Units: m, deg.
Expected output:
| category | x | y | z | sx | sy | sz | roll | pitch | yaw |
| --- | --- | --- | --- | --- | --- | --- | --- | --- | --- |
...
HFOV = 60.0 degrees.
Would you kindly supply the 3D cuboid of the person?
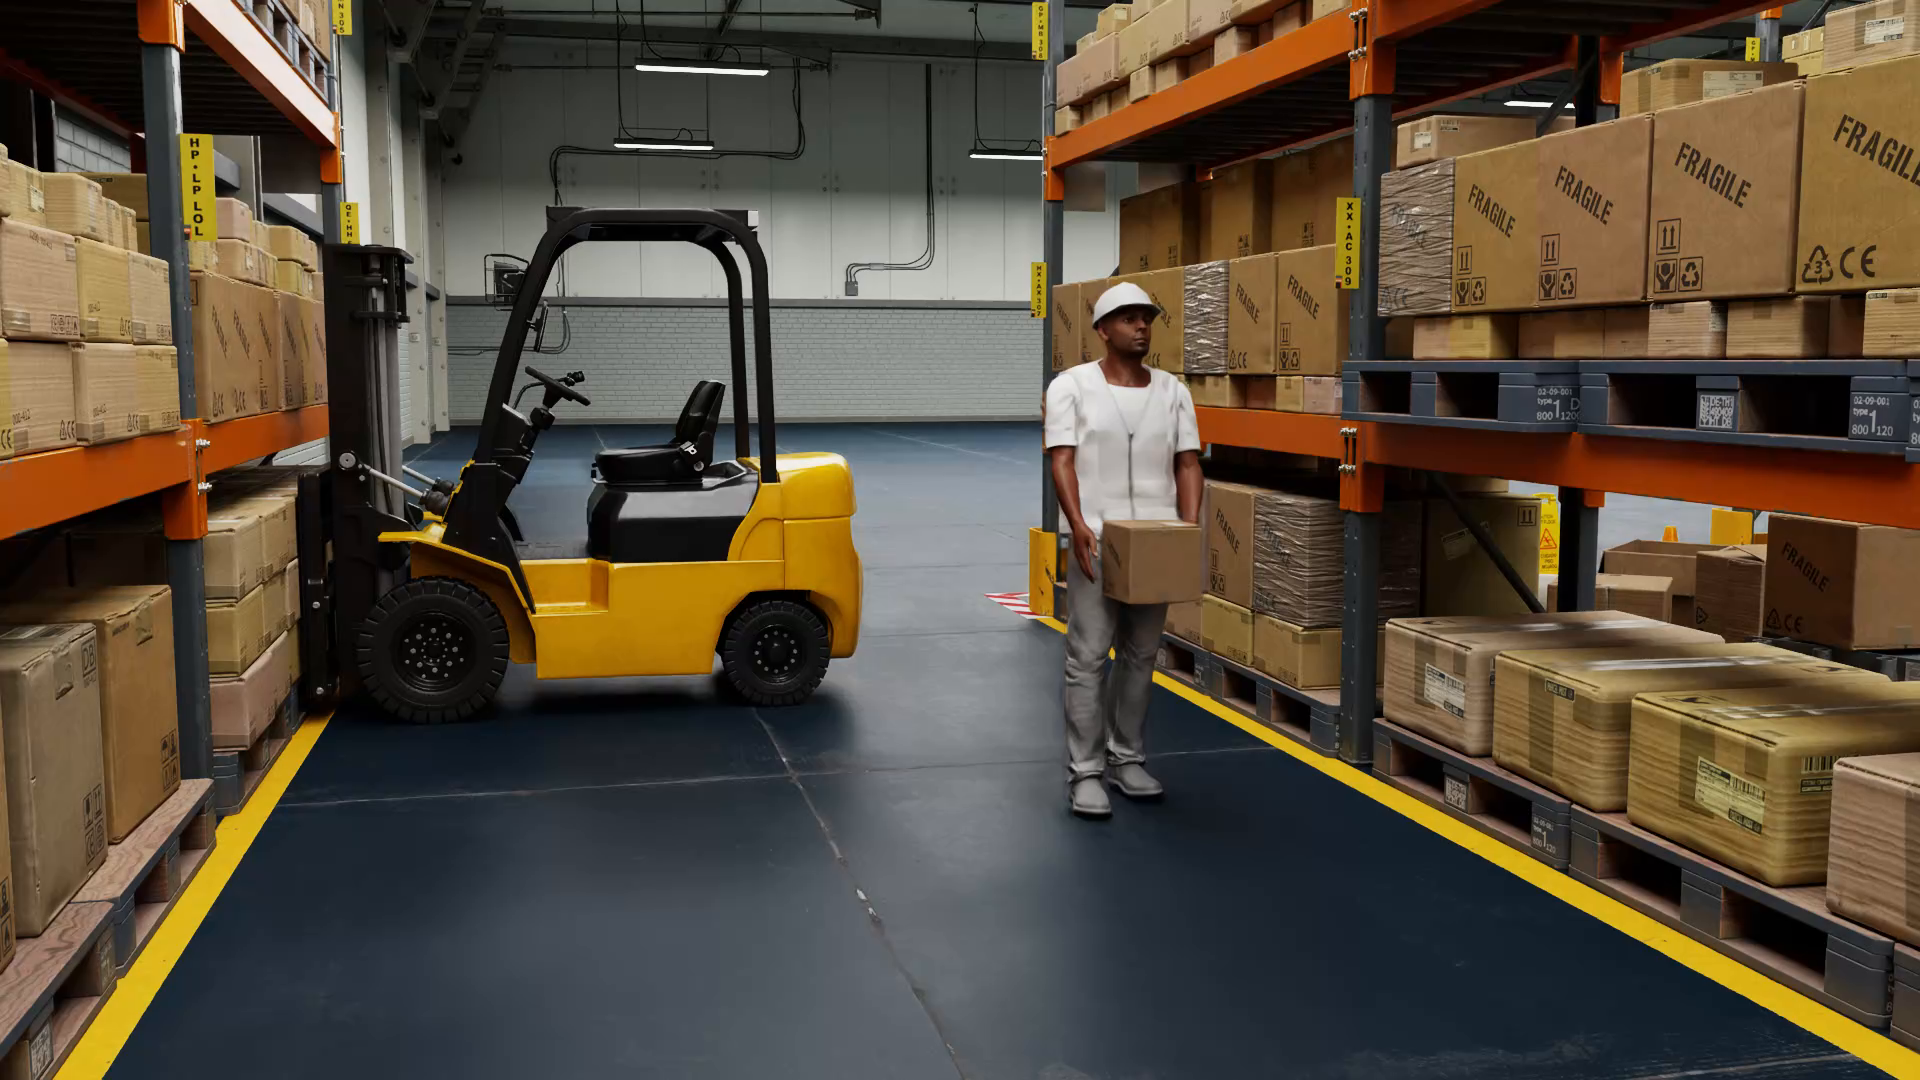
| category | x | y | z | sx | sy | sz | roll | pitch | yaw |
| --- | --- | --- | --- | --- | --- | --- | --- | --- | --- |
| person | 0.588 | 0.010 | 5.666 | 0.552 | 1.771 | 0.538 | -2 | 6 | -15 |
